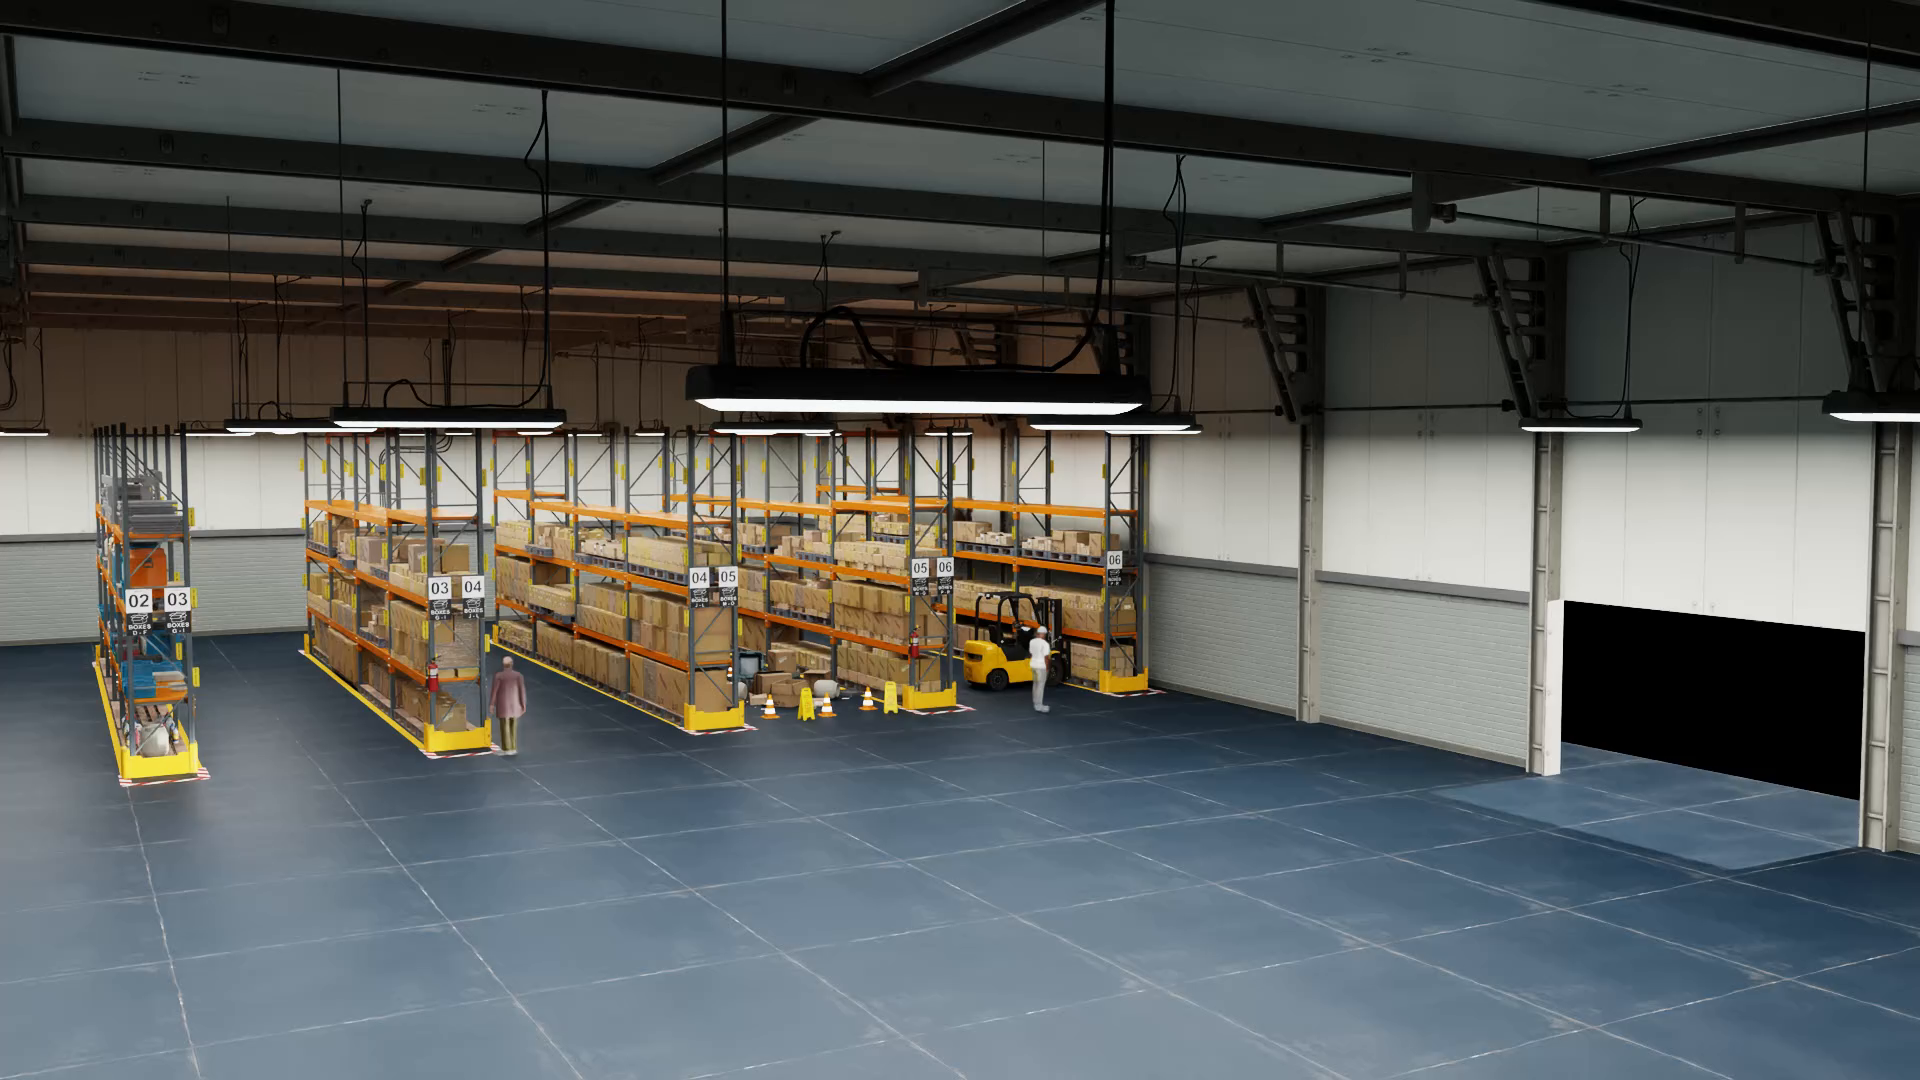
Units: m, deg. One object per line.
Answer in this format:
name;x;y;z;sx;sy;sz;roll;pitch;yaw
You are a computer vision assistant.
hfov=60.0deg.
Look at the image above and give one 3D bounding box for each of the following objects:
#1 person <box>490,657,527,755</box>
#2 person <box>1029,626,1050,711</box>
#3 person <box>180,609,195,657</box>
person;-8.190;3.010;30.153;0.648;1.804;0.443;-1;4;-22
person;1.712;2.709;35.092;0.422;1.781;0.592;-2;4;-34
person;-20.242;2.189;43.435;0.494;1.754;0.592;1;4;21
